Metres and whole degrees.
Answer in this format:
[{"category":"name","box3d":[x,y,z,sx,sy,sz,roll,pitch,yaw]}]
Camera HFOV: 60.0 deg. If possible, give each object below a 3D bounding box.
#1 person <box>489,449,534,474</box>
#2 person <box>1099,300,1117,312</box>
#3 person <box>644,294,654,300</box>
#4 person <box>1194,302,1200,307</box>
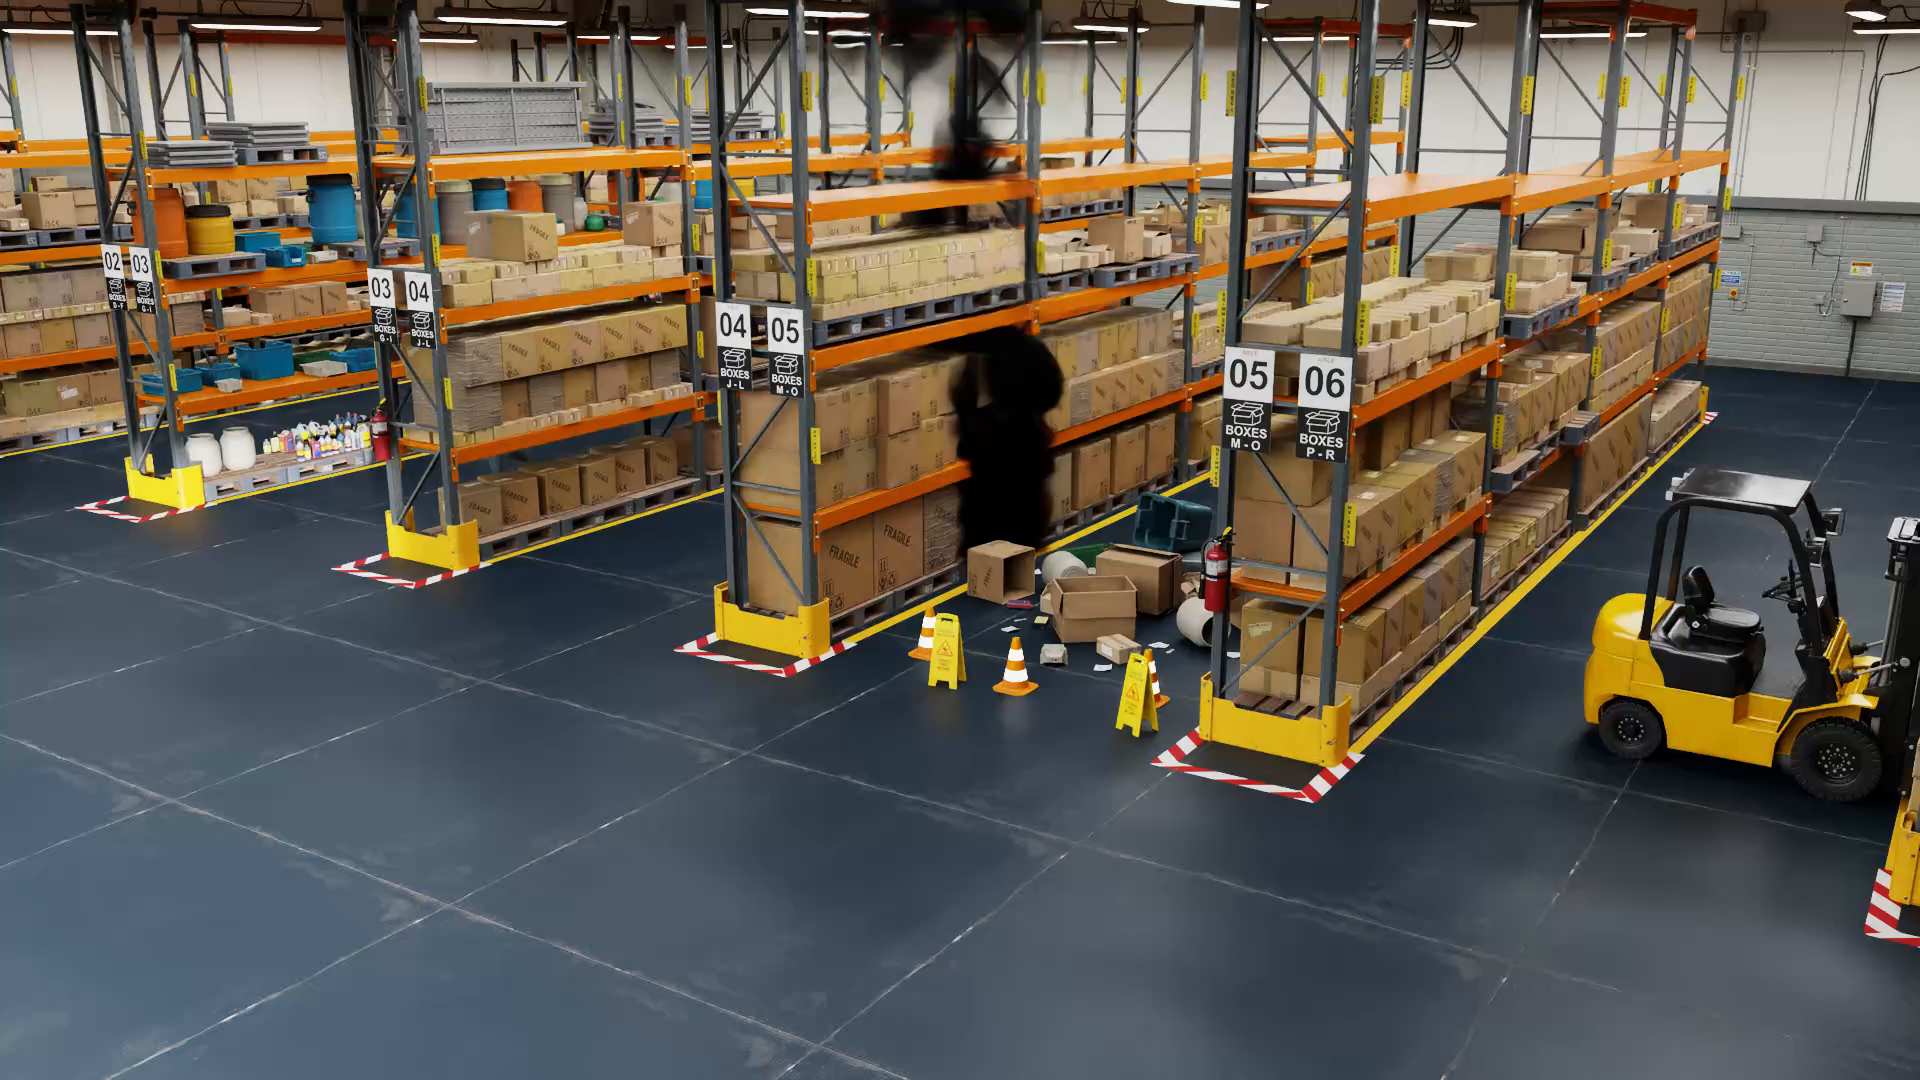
[{"category":"person","box3d":[-5.912,-1.558,21.552,0.705,1.742,0.831,7,17,23]},{"category":"person","box3d":[2.496,-3.184,27.446,0.634,1.788,0.875,8,17,26]},{"category":"person","box3d":[-6.029,-4.434,31.926,0.733,1.739,0.618,7,17,24]},{"category":"person","box3d":[3.818,-3.081,27.140,0.631,1.649,0.780,14,21,42]}]
